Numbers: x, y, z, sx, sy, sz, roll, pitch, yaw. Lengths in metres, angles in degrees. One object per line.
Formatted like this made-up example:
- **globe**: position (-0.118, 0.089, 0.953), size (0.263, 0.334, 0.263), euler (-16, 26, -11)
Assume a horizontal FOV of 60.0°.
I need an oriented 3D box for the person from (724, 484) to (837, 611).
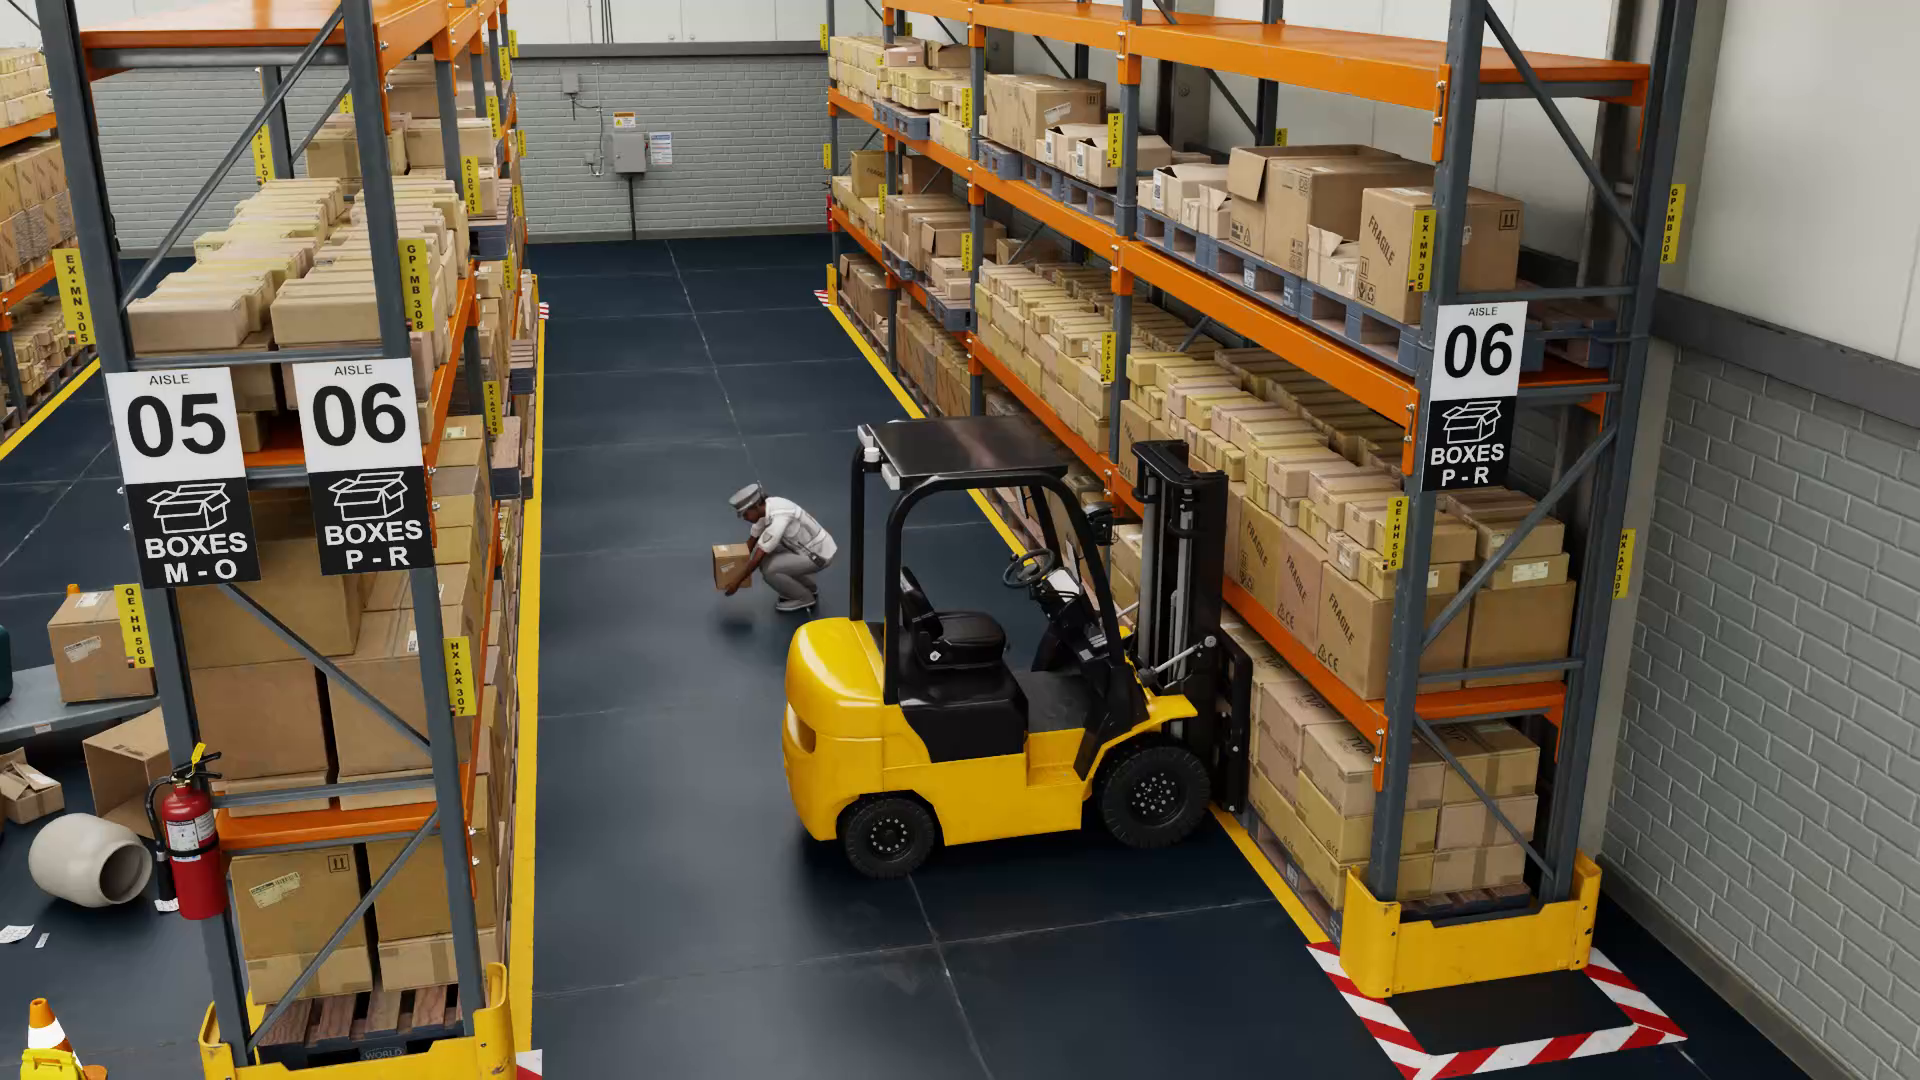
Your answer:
- **person**: position (-1.318, 0.029, 12.065), size (0.843, 0.954, 0.493), euler (-5, 20, -13)
